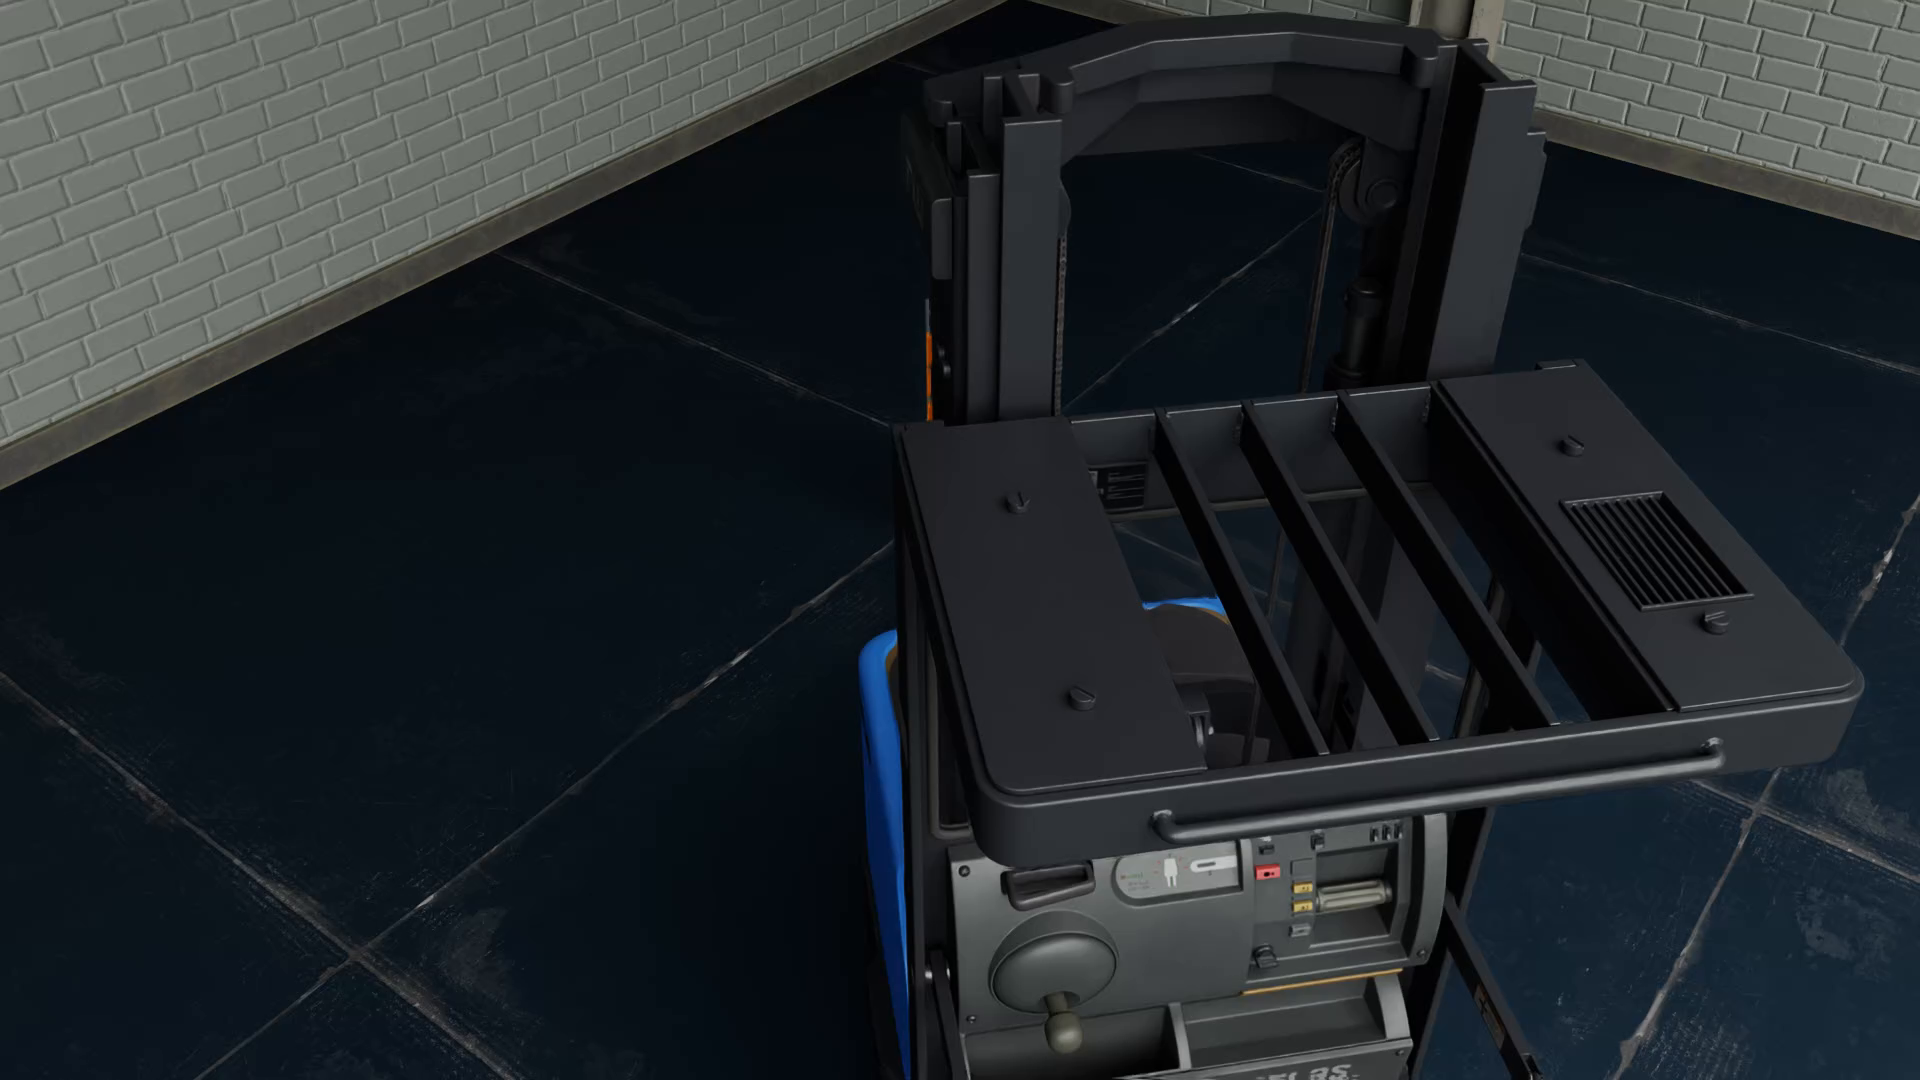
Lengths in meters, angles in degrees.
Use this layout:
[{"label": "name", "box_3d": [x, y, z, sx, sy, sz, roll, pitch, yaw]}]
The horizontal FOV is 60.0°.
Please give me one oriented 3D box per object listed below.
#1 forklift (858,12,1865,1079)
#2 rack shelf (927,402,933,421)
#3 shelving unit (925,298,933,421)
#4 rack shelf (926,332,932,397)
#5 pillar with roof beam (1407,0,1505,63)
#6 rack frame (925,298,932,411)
[{"label": "forklift", "box_3d": [0.484, 0.768, 2.891, 1.130, 2.935, 3.031, -6, 38, -8]}, {"label": "rack shelf", "box_3d": [0.042, -0.385, 5.907, 0.240, 0.259, 0.215, 25, 45, 29]}, {"label": "shelving unit", "box_3d": [0.042, -0.393, 5.901, 0.252, 1.050, 0.215, 25, 45, 29]}, {"label": "rack shelf", "box_3d": [0.042, -0.608, 5.732, 0.240, 0.259, 0.215, 25, 45, 29]}, {"label": "pillar with roof beam", "box_3d": [0.027, -3.767, 3.762, 0.400, 9.000, 9.100, 25, 45, 29]}, {"label": "rack frame", "box_3d": [-0.054, -0.439, 5.959, 0.008, 1.050, 0.200, 25, 45, 29]}]
